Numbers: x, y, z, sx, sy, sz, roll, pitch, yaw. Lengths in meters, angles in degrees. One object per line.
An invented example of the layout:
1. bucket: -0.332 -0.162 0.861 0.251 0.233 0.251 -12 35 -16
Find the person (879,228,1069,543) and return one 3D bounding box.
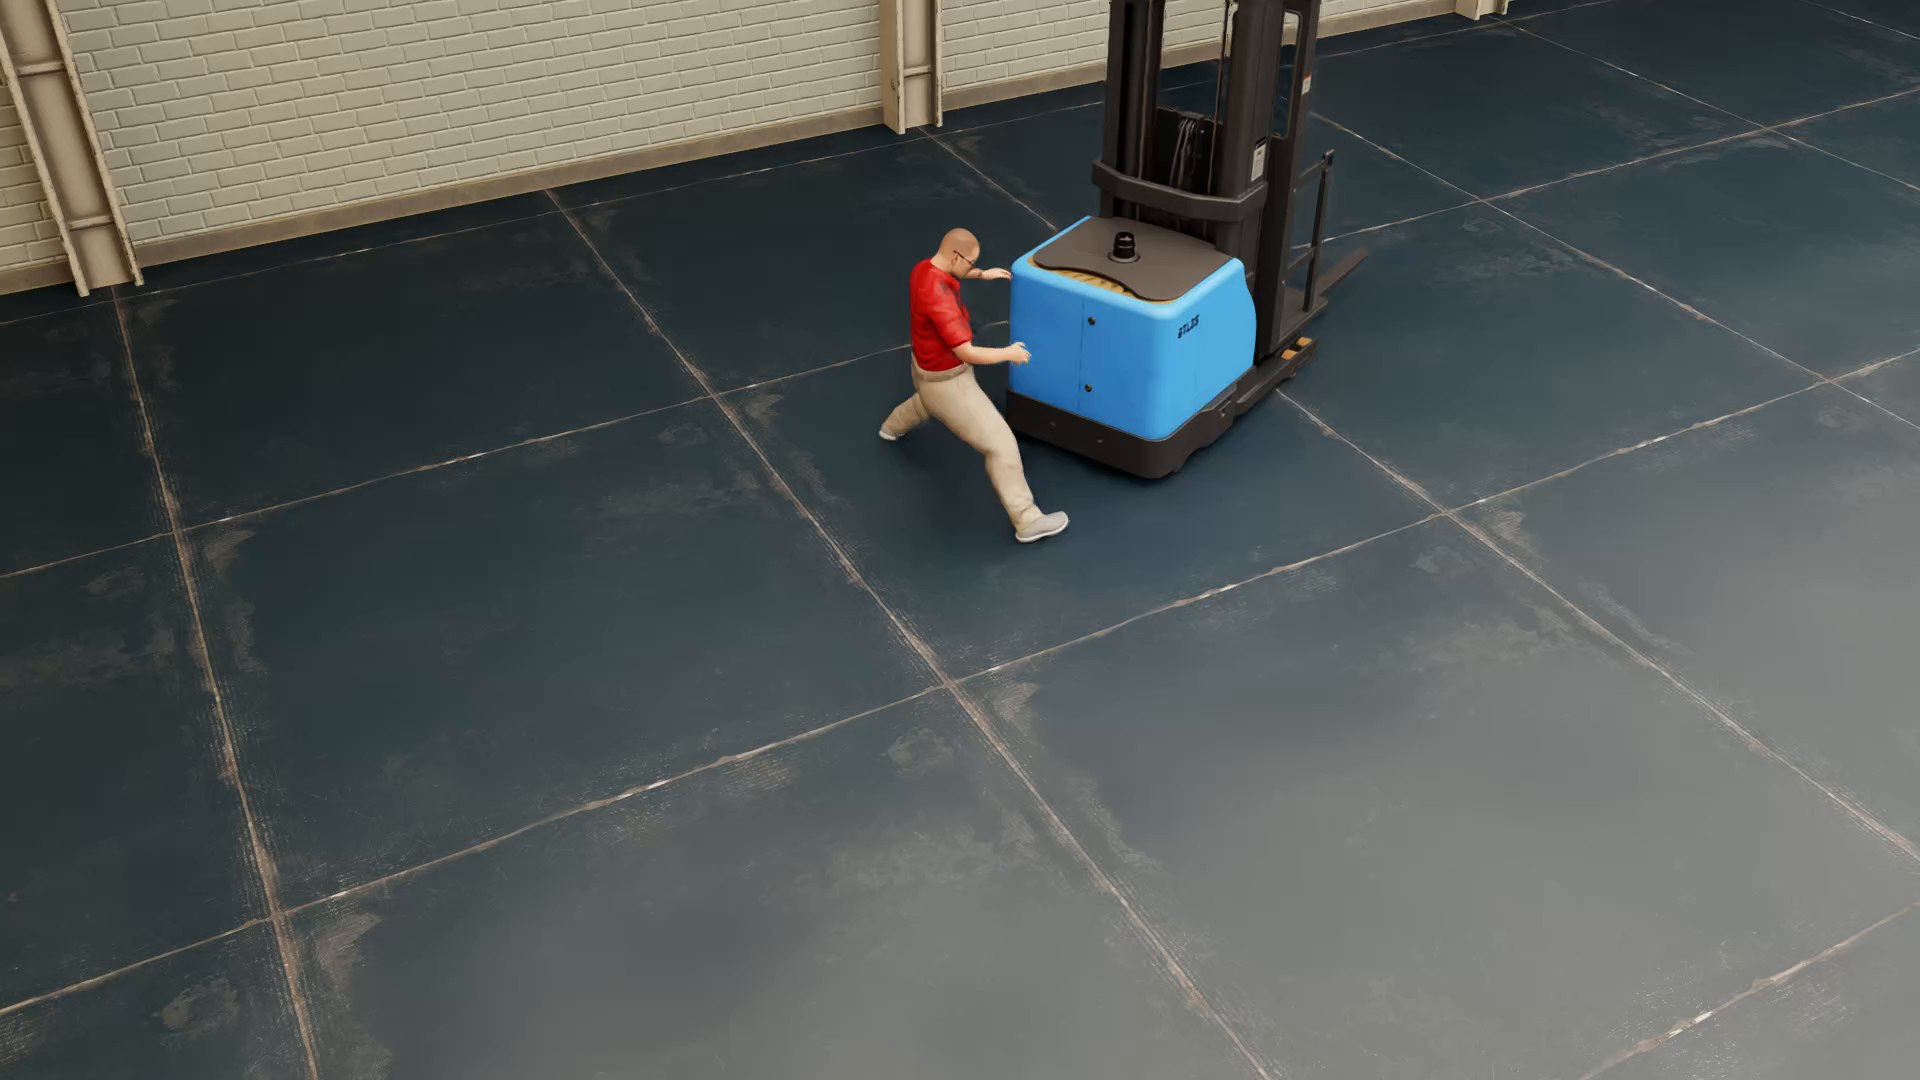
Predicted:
1. person: 0.053 -0.946 8.677 0.831 1.523 1.316 -7 36 -10

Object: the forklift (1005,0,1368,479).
1. forklift: 1.533 -2.330 9.419 1.130 2.935 3.031 23 41 29
